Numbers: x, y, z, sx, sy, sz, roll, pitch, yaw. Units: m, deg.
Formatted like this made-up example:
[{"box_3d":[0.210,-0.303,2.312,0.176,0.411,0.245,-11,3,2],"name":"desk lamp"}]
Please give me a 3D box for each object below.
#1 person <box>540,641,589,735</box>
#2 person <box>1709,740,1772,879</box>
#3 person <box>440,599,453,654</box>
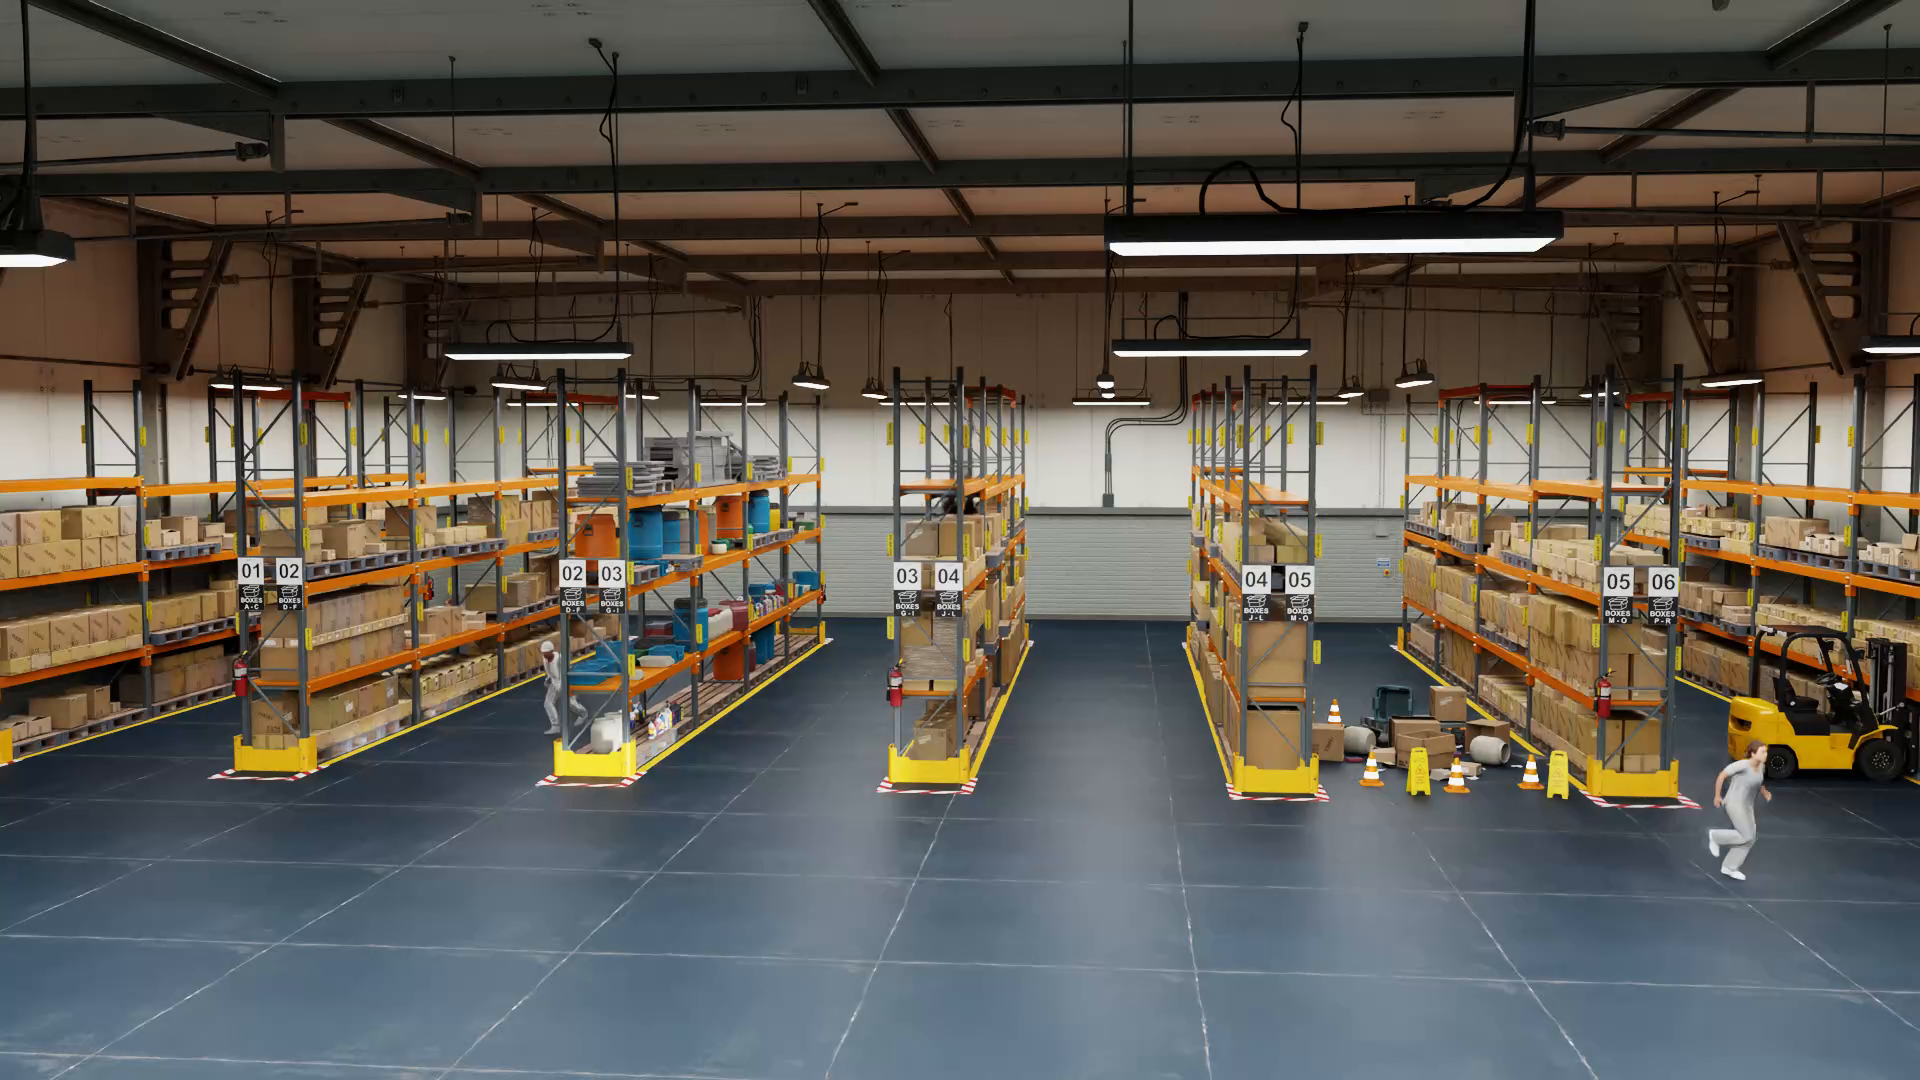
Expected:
[{"box_3d":[-6.657,2.452,28.055,0.678,1.602,1.149,2,4,32],"name":"person"},{"box_3d":[8.873,3.046,18.918,0.554,1.599,0.701,-2,4,-34],"name":"person"},{"box_3d":[-10.894,2.031,35.387,0.516,1.541,0.528,0,4,1],"name":"person"}]
